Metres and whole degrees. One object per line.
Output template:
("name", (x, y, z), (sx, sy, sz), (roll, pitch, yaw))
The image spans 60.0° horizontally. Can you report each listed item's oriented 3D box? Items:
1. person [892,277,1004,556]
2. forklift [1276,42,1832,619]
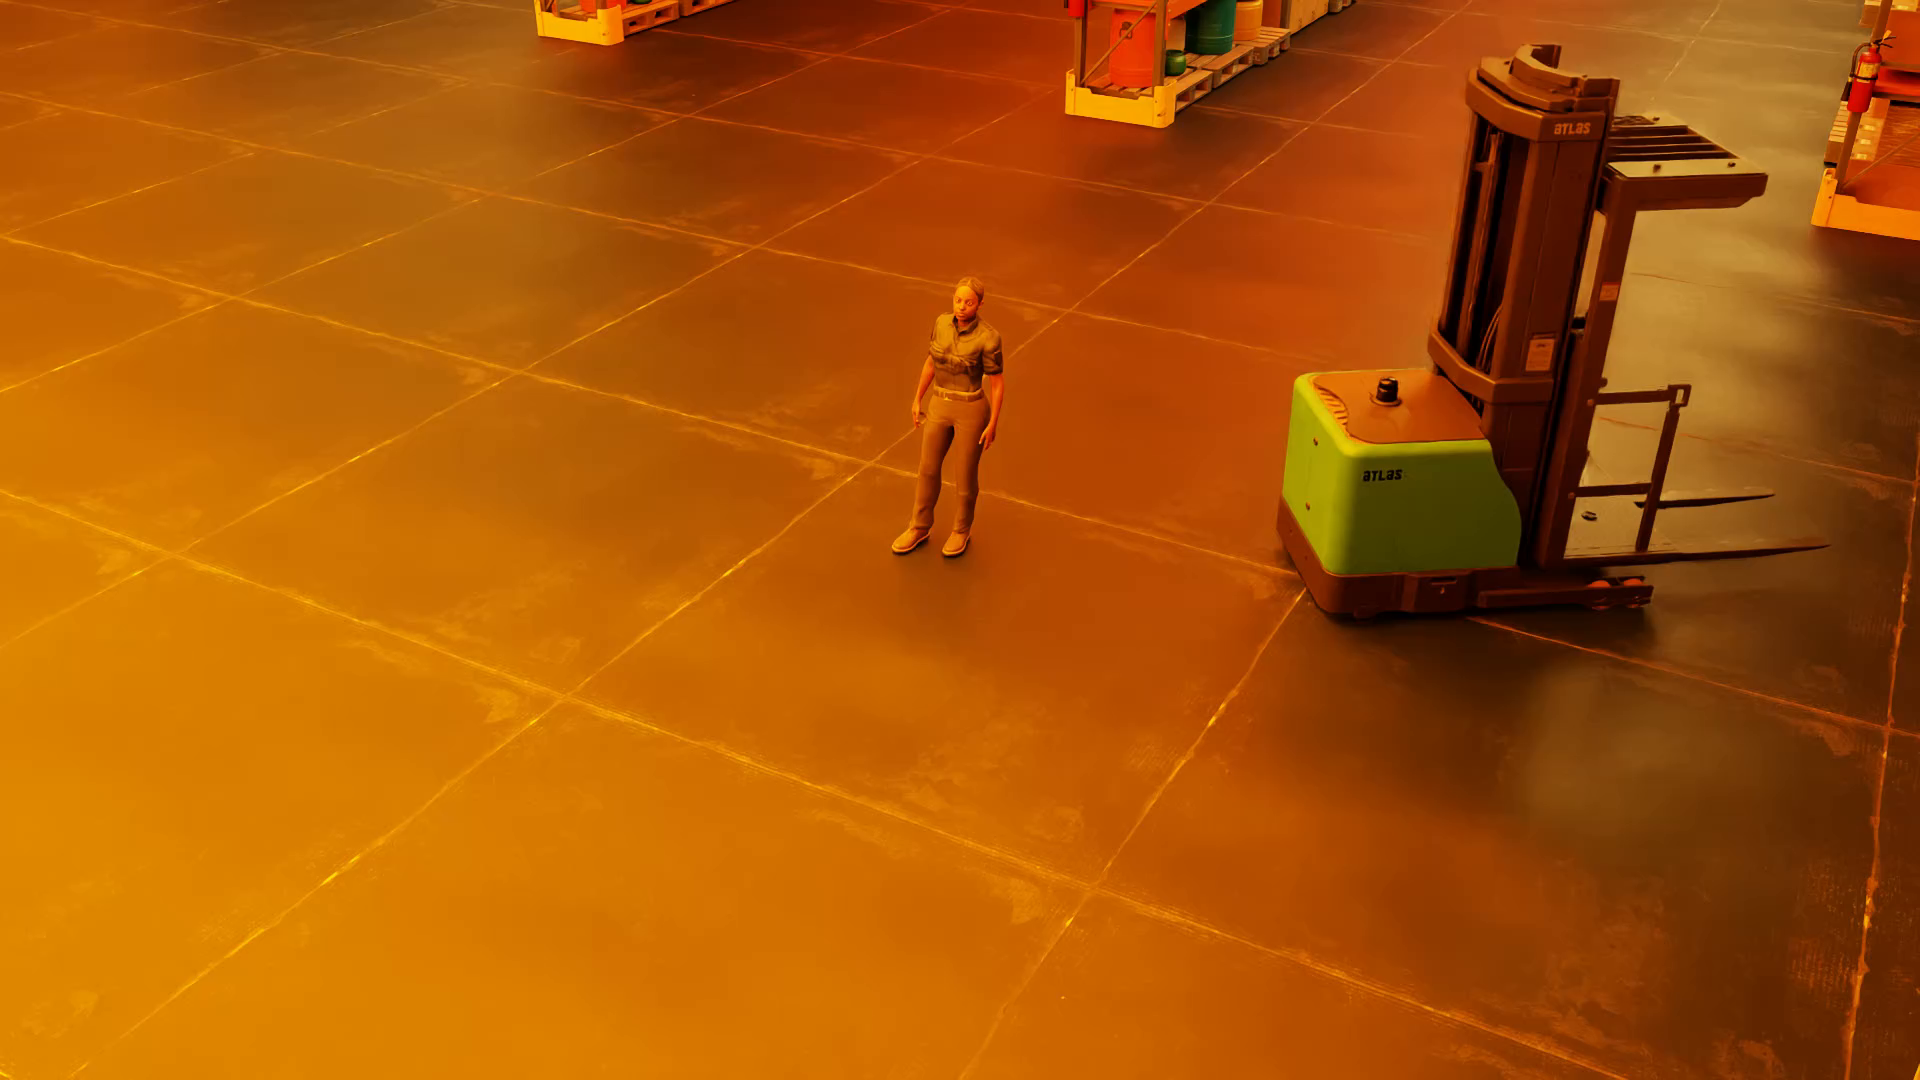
("person", (-0.060, -0.689, 9.528), (0.569, 1.654, 0.504), (15, 33, 25))
("forklift", (3.448, -1.136, 9.038), (3.031, 2.935, 1.130), (-3, 30, -5))
